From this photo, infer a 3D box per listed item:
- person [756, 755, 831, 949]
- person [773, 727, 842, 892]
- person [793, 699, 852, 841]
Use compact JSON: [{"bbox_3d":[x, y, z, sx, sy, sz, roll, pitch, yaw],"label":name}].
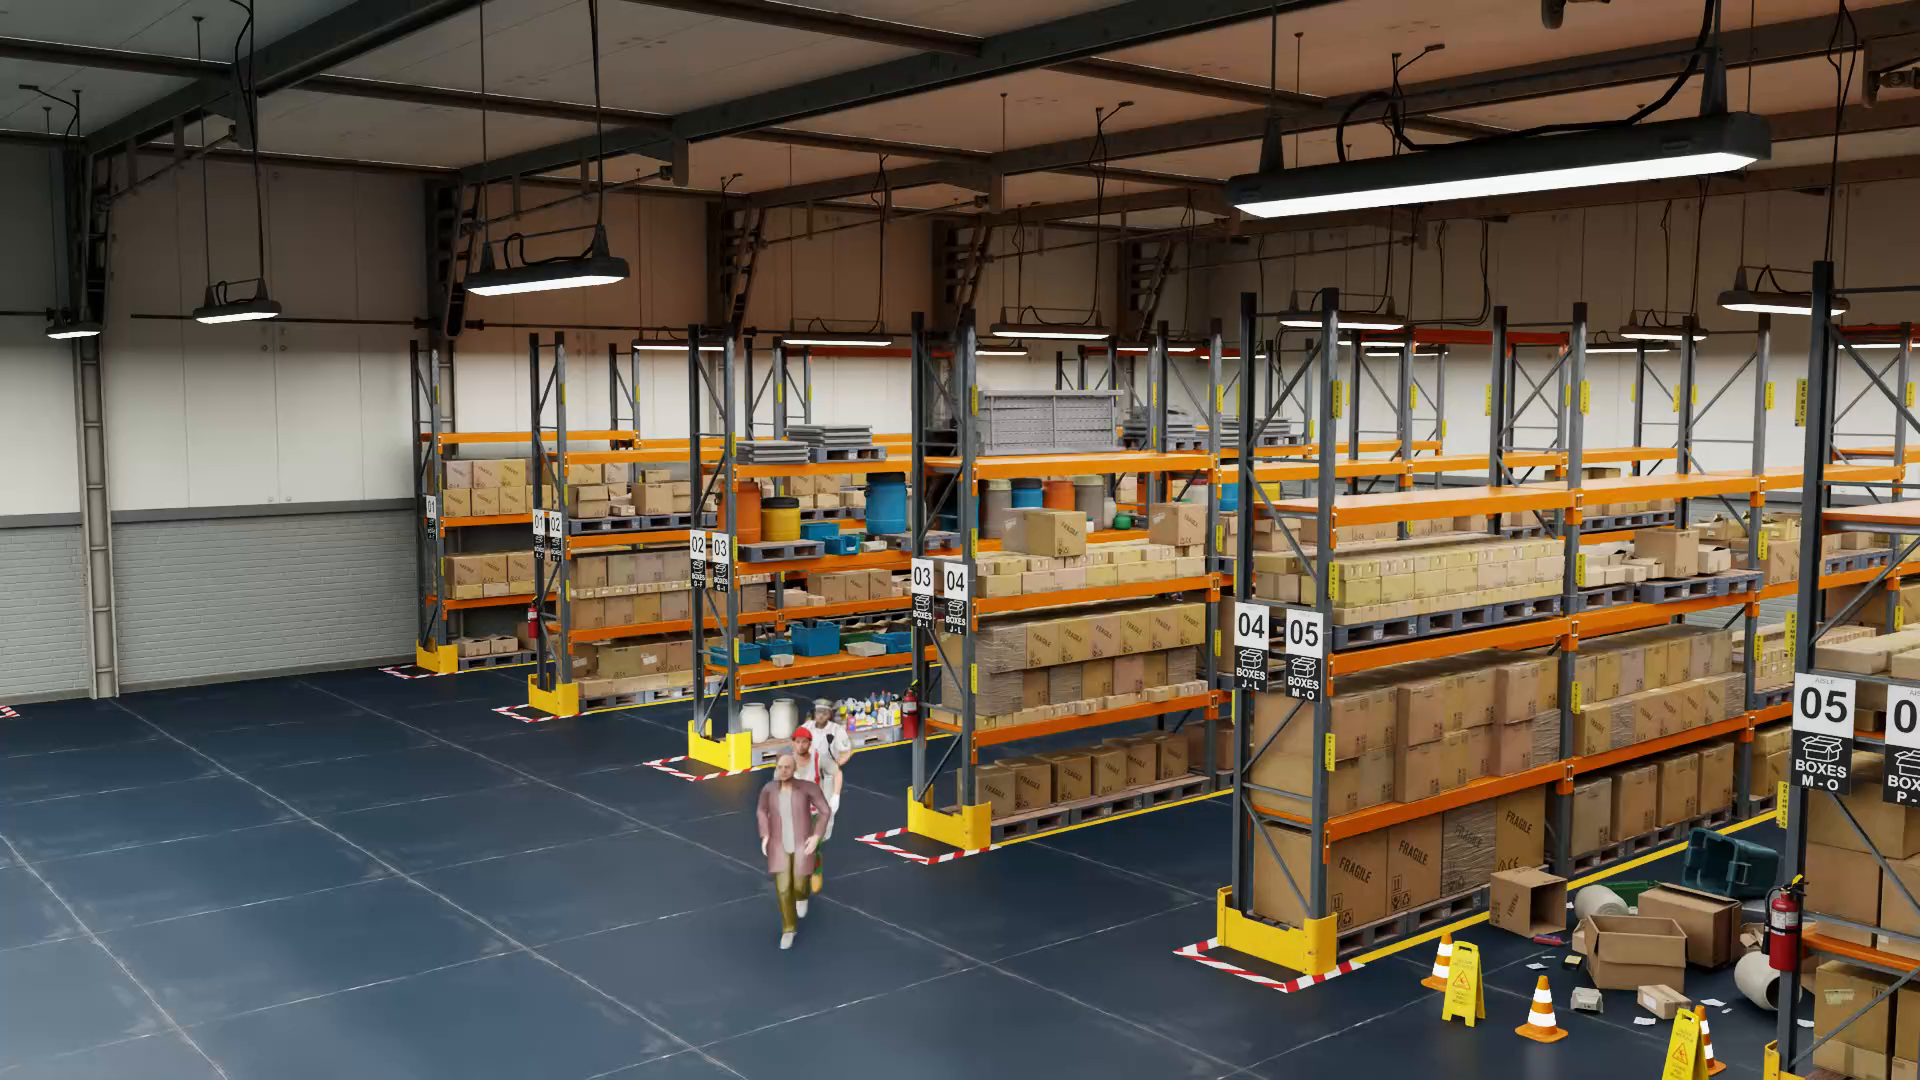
[{"bbox_3d":[-1.552,2.869,15.589,0.719,1.765,0.754,1,5,7],"label":"person"},{"bbox_3d":[-1.548,2.747,16.679,0.693,1.748,0.594,0,5,3],"label":"person"},{"bbox_3d":[-1.531,2.624,18.385,0.696,1.801,0.853,1,5,8],"label":"person"}]
